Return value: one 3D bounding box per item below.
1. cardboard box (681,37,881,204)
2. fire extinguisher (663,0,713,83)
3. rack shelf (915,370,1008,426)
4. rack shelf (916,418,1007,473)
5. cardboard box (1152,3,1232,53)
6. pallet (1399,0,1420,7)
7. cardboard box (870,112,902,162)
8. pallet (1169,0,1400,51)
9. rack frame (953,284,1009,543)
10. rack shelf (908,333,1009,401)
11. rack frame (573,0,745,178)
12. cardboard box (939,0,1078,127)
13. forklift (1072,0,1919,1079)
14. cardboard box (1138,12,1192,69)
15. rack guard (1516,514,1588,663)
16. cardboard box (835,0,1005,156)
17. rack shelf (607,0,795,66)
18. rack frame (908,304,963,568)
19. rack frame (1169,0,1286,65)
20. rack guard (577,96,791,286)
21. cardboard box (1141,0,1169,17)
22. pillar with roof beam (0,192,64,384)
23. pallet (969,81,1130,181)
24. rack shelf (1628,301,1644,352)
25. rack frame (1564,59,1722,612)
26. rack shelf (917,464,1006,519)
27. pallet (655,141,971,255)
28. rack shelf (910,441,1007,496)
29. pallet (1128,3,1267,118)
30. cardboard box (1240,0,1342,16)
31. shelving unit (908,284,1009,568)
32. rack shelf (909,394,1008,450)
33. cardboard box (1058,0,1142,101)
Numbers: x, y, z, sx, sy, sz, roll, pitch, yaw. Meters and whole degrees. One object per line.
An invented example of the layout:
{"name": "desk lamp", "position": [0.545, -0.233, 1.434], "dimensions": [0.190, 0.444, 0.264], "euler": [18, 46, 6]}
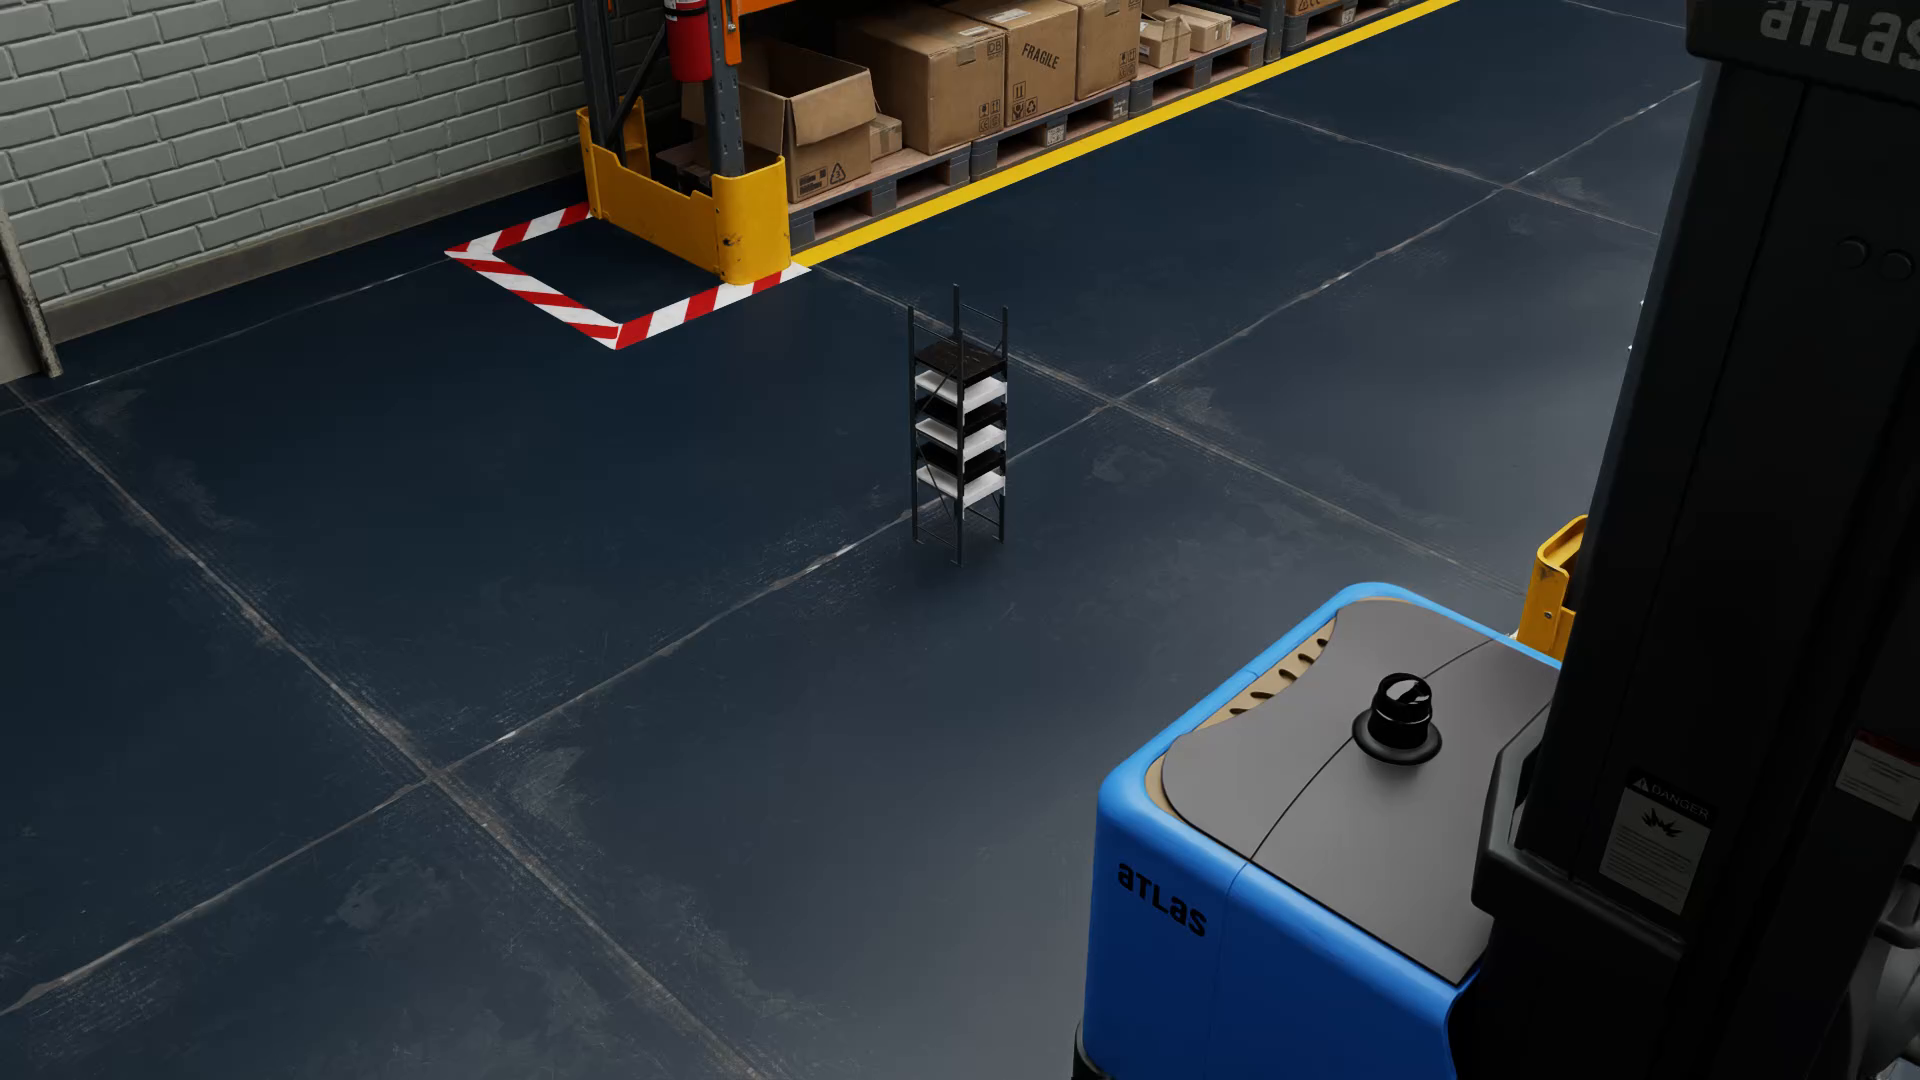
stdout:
{"name": "cardboard box", "position": [-0.829, -1.974, 7.774], "dimensions": [0.797, 0.503, 0.637], "euler": [28, 43, 34]}
{"name": "fire extinguisher", "position": [-1.103, -2.185, 6.655], "dimensions": [0.296, 0.674, 0.183], "euler": [30, 45, 35]}
{"name": "rack shelf", "position": [-0.006, -0.486, 5.404], "dimensions": [0.258, 0.077, 0.200], "euler": [30, 45, 35]}
{"name": "rack shelf", "position": [-0.006, -0.338, 5.507], "dimensions": [0.258, 0.077, 0.200], "euler": [30, 45, 35]}
{"name": "cardboard box", "position": [1.307, -2.898, 9.409], "dimensions": [0.380, 0.149, 0.250], "euler": [28, 44, 34]}
{"name": "pallet", "position": [2.897, -3.939, 11.214], "dimensions": [1.003, 0.211, 1.213], "euler": [30, 45, 35]}
{"name": "cardboard box", "position": [-0.502, -1.986, 8.100], "dimensions": [0.380, 0.149, 0.250], "euler": [28, 43, 34]}
{"name": "pallet", "position": [2.037, -3.441, 10.500], "dimensions": [1.003, 0.211, 1.213], "euler": [30, 45, 35]}
{"name": "rack frame", "position": [0.066, -0.407, 5.547], "dimensions": [0.240, 0.900, 0.006], "euler": [30, 45, 35]}
{"name": "rack shelf", "position": [-0.006, -0.560, 5.352], "dimensions": [0.258, 0.077, 0.200], "euler": [30, 45, 35]}
{"name": "rack frame", "position": [-1.327, -2.616, 6.879], "dimensions": [1.000, 3.000, 0.127], "euler": [30, 45, 35]}
{"name": "cardboard box", "position": [0.244, -2.479, 8.500], "dimensions": [0.500, 0.500, 0.500], "euler": [-29, 44, -35]}
{"name": "forklift", "position": [1.667, 0.528, 2.430], "dimensions": [3.031, 2.935, 1.130], "euler": [28, 44, 34]}
{"name": "cardboard box", "position": [1.055, -2.801, 9.167], "dimensions": [0.258, 0.266, 0.396], "euler": [-28, 44, -34]}
{"name": "rack guard", "position": [2.181, 0.418, 4.714], "dimensions": [1.175, 0.500, 0.348], "euler": [30, 45, 35]}
{"name": "cardboard box", "position": [-0.199, -2.304, 8.250], "dimensions": [0.500, 0.500, 0.700], "euler": [-28, 44, -34]}
{"name": "rack shelf", "position": [0.082, -3.133, 8.249], "dimensions": [1.077, 0.370, 4.000], "euler": [30, 45, 35]}
{"name": "rack frame", "position": [-0.077, -0.325, 5.429], "dimensions": [0.240, 0.900, 0.006], "euler": [30, 45, 35]}
{"name": "rack frame", "position": [1.491, -4.240, 9.207], "dimensions": [1.000, 3.000, 0.127], "euler": [30, 45, 35]}
{"name": "rack guard", "position": [-1.274, -1.622, 7.638], "dimensions": [1.175, 0.500, 0.348], "euler": [30, 45, 35]}
{"name": "cardboard box", "position": [0.858, -3.136, 9.608], "dimensions": [0.500, 0.311, 0.500], "euler": [-28, 44, -34]}
{"name": "pillar with roof beam", "position": [-0.811, -2.610, 1.626], "dimensions": [9.100, 9.000, 0.400], "euler": [30, 45, 35]}
{"name": "pallet", "position": [0.147, -2.320, 8.892], "dimensions": [1.003, 0.211, 1.213], "euler": [30, 45, 35]}
{"name": "rack shelf", "position": [3.607, -1.134, 5.382], "dimensions": [1.077, 0.370, 4.000], "euler": [30, 45, 35]}
{"name": "rack frame", "position": [2.198, -0.617, 4.013], "dimensions": [1.000, 3.000, 0.127], "euler": [30, 45, 35]}
{"name": "rack shelf", "position": [-0.006, -0.191, 5.610], "dimensions": [0.258, 0.077, 0.200], "euler": [30, 45, 35]}
{"name": "pallet", "position": [-0.713, -1.827, 8.185], "dimensions": [1.003, 0.211, 1.213], "euler": [30, 45, 35]}
{"name": "rack shelf", "position": [-0.006, -0.265, 5.558], "dimensions": [0.258, 0.077, 0.200], "euler": [30, 45, 35]}
{"name": "pallet", "position": [1.007, -2.818, 9.606], "dimensions": [1.003, 0.211, 1.213], "euler": [30, 45, 35]}
{"name": "cardboard box", "position": [1.992, -3.492, 9.954], "dimensions": [0.500, 0.500, 0.500], "euler": [-28, 43, -34]}
{"name": "shelving unit", "position": [-0.006, -0.366, 5.488], "dimensions": [0.258, 0.900, 0.210], "euler": [30, 45, 35]}
{"name": "rack shelf", "position": [-0.006, -0.412, 5.455], "dimensions": [0.258, 0.077, 0.200], "euler": [30, 45, 35]}
{"name": "cardboard box", "position": [0.532, -2.726, 8.854], "dimensions": [0.700, 0.500, 0.500], "euler": [28, 43, 34]}
